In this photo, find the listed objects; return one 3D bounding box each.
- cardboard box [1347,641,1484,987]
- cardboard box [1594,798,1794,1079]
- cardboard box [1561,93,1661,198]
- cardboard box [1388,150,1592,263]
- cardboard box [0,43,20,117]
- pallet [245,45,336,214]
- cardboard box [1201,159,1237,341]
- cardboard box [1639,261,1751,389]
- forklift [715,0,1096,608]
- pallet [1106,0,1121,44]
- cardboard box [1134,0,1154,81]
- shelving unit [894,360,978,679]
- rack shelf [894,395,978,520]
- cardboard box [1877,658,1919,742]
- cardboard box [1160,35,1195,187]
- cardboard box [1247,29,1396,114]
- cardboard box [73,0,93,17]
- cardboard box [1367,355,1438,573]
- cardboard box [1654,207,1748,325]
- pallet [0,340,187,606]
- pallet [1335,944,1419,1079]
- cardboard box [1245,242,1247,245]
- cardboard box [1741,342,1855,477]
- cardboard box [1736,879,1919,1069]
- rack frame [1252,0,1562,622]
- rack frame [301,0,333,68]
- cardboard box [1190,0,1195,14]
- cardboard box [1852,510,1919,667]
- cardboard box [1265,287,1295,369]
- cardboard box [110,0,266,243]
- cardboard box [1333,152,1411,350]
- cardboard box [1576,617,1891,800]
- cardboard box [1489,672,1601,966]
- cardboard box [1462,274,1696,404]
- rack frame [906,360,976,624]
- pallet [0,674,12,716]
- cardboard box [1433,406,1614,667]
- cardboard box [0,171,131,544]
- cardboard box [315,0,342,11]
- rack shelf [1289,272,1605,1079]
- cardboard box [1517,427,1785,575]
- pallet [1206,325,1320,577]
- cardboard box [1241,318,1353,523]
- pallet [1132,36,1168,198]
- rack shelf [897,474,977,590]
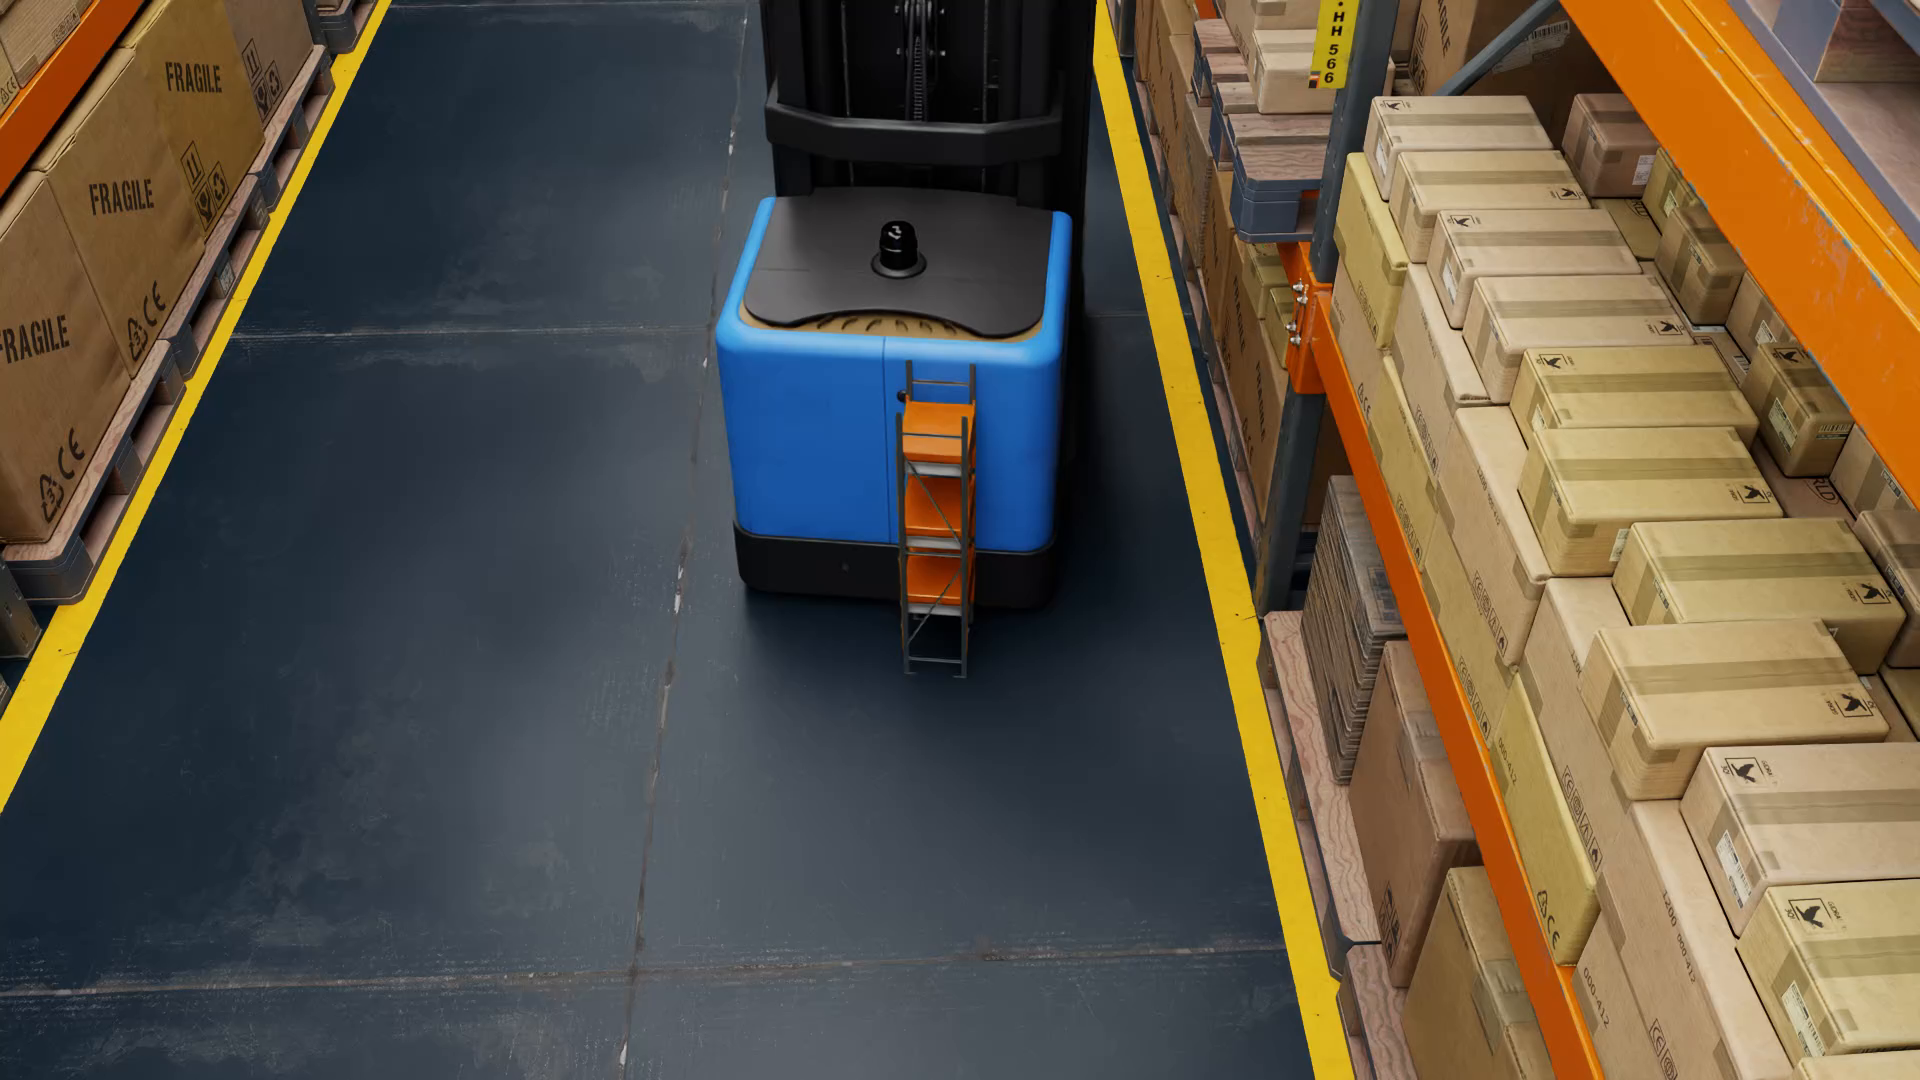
[{"bbox_3d":[1.524,0.690,4.224,0.875,0.625,0.625,0,43,0],"label":"cardboard box"},{"bbox_3d":[1.324,0.662,2.549,0.500,0.250,0.500,-1,43,-1],"label":"cardboard box"},{"bbox_3d":[1.691,-0.955,4.018,0.380,0.149,0.250,0,43,0],"label":"cardboard box"},{"bbox_3d":[1.207,-0.765,3.811,0.380,0.149,0.250,-1,43,-1],"label":"cardboard box"},{"bbox_3d":[-3.292,-1.376,5.142,0.500,0.250,0.500,-3,43,-3],"label":"cardboard box"},{"bbox_3d":[-3.545,-1.901,7.668,1.003,0.211,1.213,-2,43,-2],"label":"pallet"},{"bbox_3d":[1.207,-1.097,6.266,0.500,0.500,0.500,0,43,0],"label":"cardboard box"},{"bbox_3d":[1.796,-0.381,3.687,0.500,0.250,0.500,-1,43,-1],"label":"cardboard box"},{"bbox_3d":[-0.079,-1.851,5.600,1.130,2.935,3.031,4,43,4],"label":"forklift"},{"bbox_3d":[1.277,-3.029,8.898,1.003,0.211,1.213,-2,43,-2],"label":"pallet"},{"bbox_3d":[1.101,-2.493,7.789,0.500,0.500,0.500,0,43,0],"label":"cardboard box"},{"bbox_3d":[-0.067,-0.038,5.015,0.215,1.050,0.252,4,43,4],"label":"shelving unit"},{"bbox_3d":[-0.067,-0.240,4.830,0.215,0.259,0.240,4,43,4],"label":"rack shelf"},{"bbox_3d":[1.828,0.297,2.947,0.500,0.250,0.500,-2,43,-3],"label":"cardboard box"},{"bbox_3d":[1.151,-1.797,7.030,0.500,0.500,0.500,-3,43,-3],"label":"cardboard box"},{"bbox_3d":[1.064,-1.387,4.919,0.380,0.149,0.250,-1,43,-1],"label":"cardboard box"},{"bbox_3d":[-3.333,-2.064,5.892,0.500,0.250,0.500,-2,43,-2],"label":"cardboard box"},{"bbox_3d":[1.267,-0.191,3.850,0.500,0.250,0.500,-2,43,-3],"label":"cardboard box"},{"bbox_3d":[1.764,-0.605,3.636,0.380,0.149,0.250,-2,43,-2],"label":"cardboard box"},{"bbox_3d":[-3.442,-0.254,5.871,1.003,0.211,1.213,-2,43,-2],"label":"pallet"},{"bbox_3d":[1.520,1.514,3.942,1.003,0.211,1.213,-2,43,-2],"label":"pallet"},{"bbox_3d":[1.192,-1.054,5.739,0.380,0.149,0.250,-3,43,-3],"label":"cardboard box"},{"bbox_3d":[1.778,-0.263,3.262,0.380,0.149,0.250,-2,43,-2],"label":"cardboard box"},{"bbox_3d":[1.330,0.615,2.305,0.380,0.149,0.250,-3,43,-3],"label":"cardboard box"},{"bbox_3d":[1.475,-0.893,4.504,1.000,3.000,0.127,-2,43,-2],"label":"rack frame"},{"bbox_3d":[-3.653,-3.448,7.292,1.000,3.000,0.127,-2,43,-2],"label":"rack frame"},{"bbox_3d":[1.192,-2.273,7.069,0.380,0.149,0.250,-2,43,-3],"label":"cardboard box"},{"bbox_3d":[1.776,0.081,2.888,0.380,0.149,0.250,-1,43,-1],"label":"cardboard box"},{"bbox_3d":[1.201,-0.691,5.343,0.380,0.149,0.250,-4,43,-4],"label":"cardboard box"},{"bbox_3d":[-3.501,-1.794,6.749,0.875,0.875,0.875,-1,43,-1],"label":"cardboard box"},{"bbox_3d":[1.225,-0.714,4.051,0.500,0.250,0.500,-2,43,-2],"label":"cardboard box"},{"bbox_3d":[1.236,0.269,2.683,0.380,0.149,0.250,-3,43,-3],"label":"cardboard box"},{"bbox_3d":[1.316,0.507,3.088,0.500,0.250,0.500,0,43,0],"label":"cardboard box"},{"bbox_3d":[1.268,-0.416,3.430,0.380,0.149,0.250,-1,43,-1],"label":"cardboard box"},{"bbox_3d":[-0.055,-0.120,5.104,0.200,1.050,0.008,4,43,4],"label":"rack frame"},{"bbox_3d":[-3.452,0.808,4.712,1.003,0.211,1.213,-2,43,-2],"label":"pallet"},{"bbox_3d":[1.275,-0.023,3.296,0.500,0.250,0.500,-3,43,-3],"label":"cardboard box"},{"bbox_3d":[-3.430,-0.588,5.433,0.875,0.875,0.875,-2,43,-2],"label":"cardboard box"},{"bbox_3d":[-3.573,-3.085,8.482,0.875,0.438,0.875,-2,43,-2],"label":"cardboard box"},{"bbox_3d":[1.560,0.723,3.274,1.077,0.370,4.000,-2,43,-2],"label":"rack shelf"},{"bbox_3d":[1.260,-0.074,3.057,0.380,0.149,0.250,-1,43,-1],"label":"cardboard box"},{"bbox_3d":[1.482,-0.370,5.997,1.003,0.211,1.213,-2,43,-2],"label":"pallet"},{"bbox_3d":[1.243,-0.405,5.511,0.500,0.500,0.500,-1,43,-1],"label":"cardboard box"},{"bbox_3d":[1.378,-2.017,7.794,1.003,0.211,1.213,-2,43,-2],"label":"pallet"},{"bbox_3d":[-0.067,-0.031,5.022,0.215,0.259,0.240,4,43,4],"label":"rack shelf"}]
